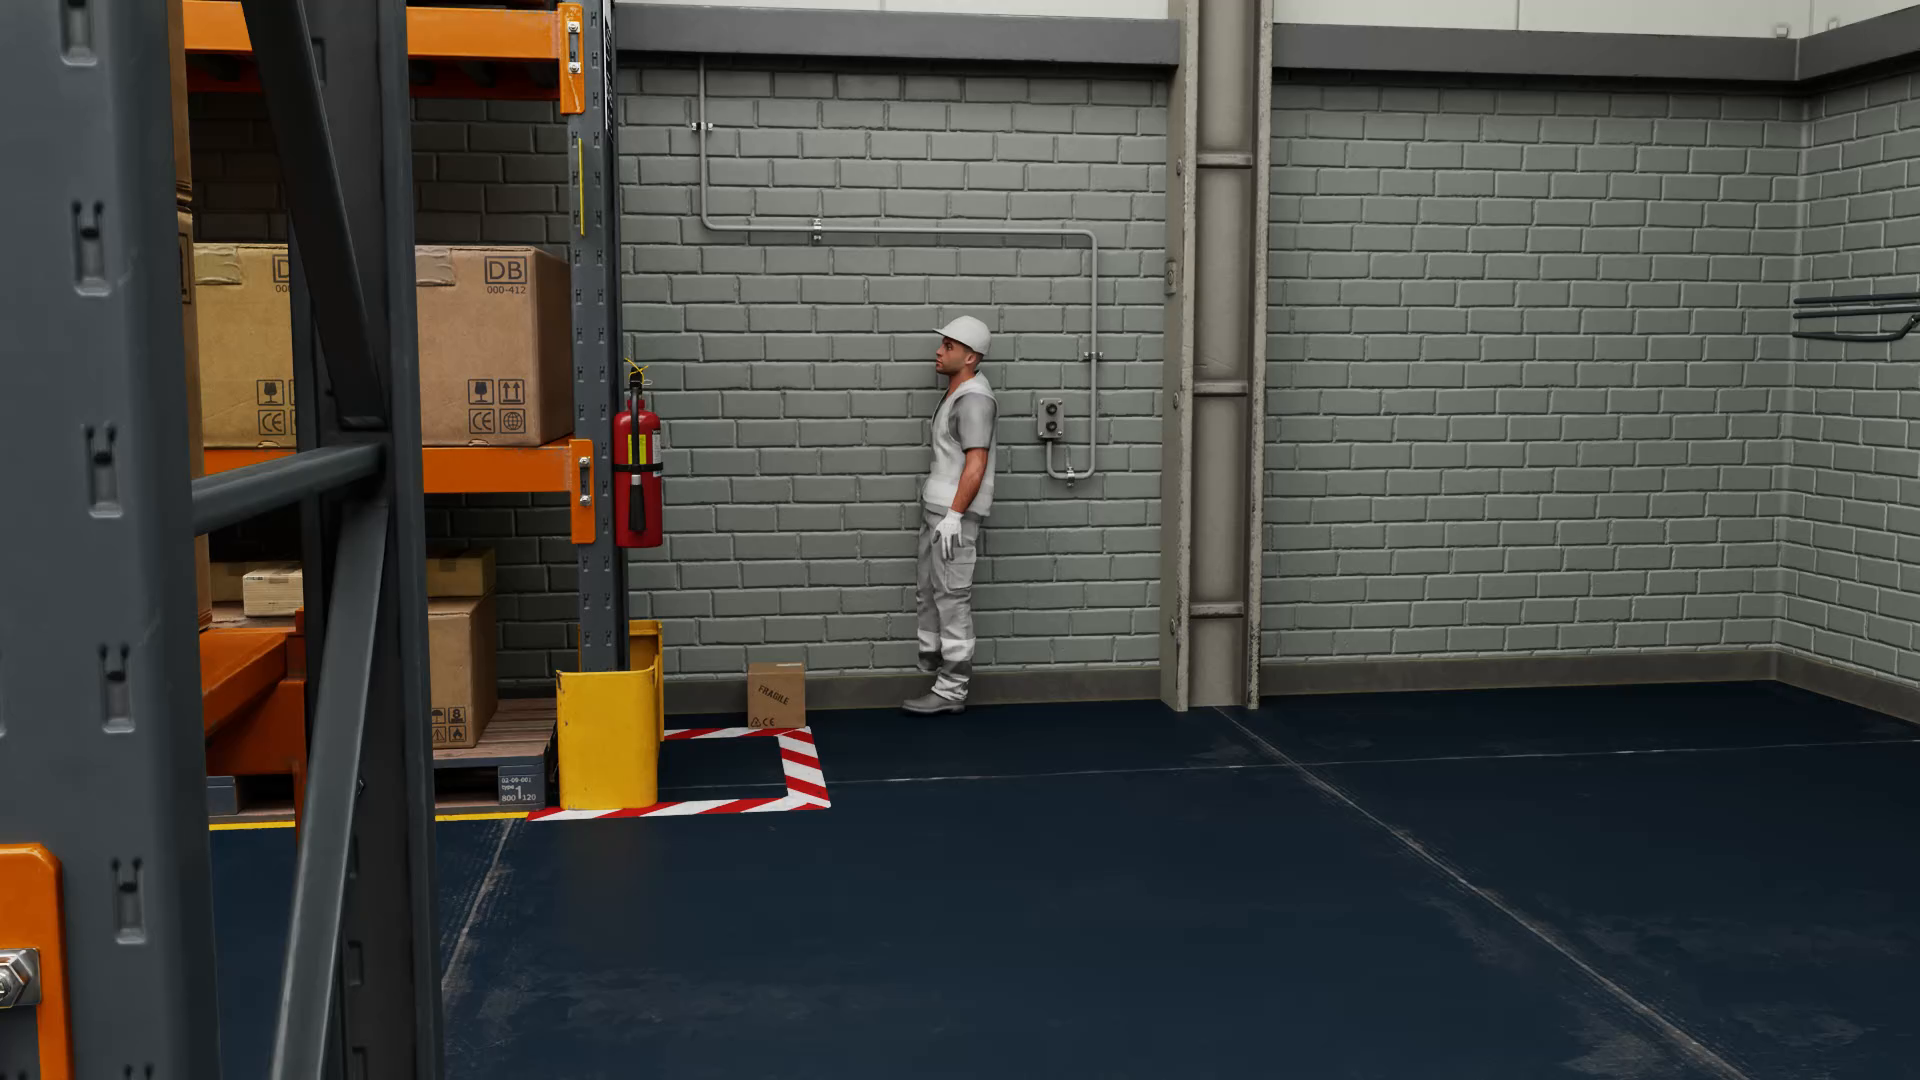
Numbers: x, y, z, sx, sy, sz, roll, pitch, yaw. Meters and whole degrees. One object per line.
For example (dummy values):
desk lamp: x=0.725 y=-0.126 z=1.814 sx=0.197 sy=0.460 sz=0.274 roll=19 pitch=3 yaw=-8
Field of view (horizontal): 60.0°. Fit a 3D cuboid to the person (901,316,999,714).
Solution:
person: x=-0.112 y=-0.109 z=7.488 sx=0.564 sy=1.787 sz=0.637 roll=-1 pitch=6 yaw=-8
